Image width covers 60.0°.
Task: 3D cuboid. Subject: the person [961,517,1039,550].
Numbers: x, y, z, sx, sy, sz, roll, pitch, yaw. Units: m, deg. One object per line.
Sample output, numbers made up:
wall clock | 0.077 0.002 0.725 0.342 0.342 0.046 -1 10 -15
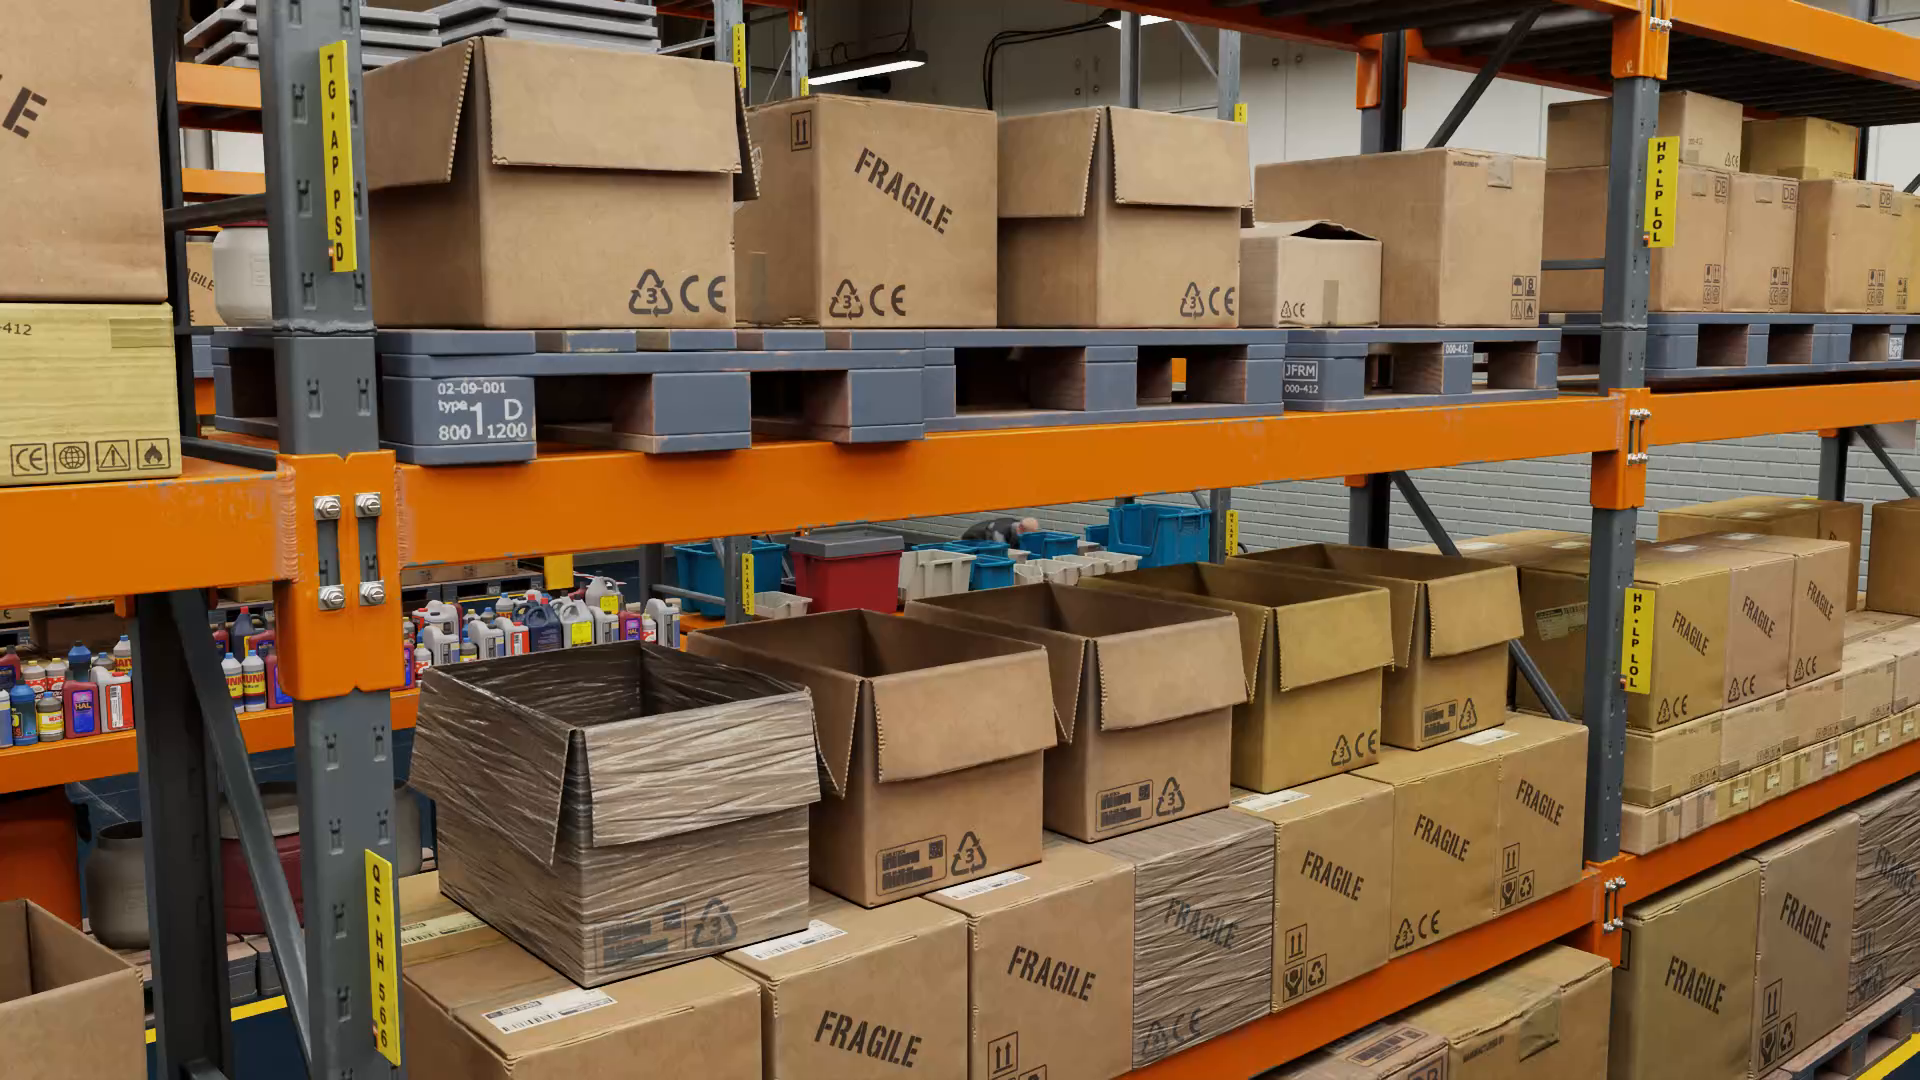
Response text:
person | 0.405 0.355 16.108 0.478 1.215 0.925 -7 10 -43
